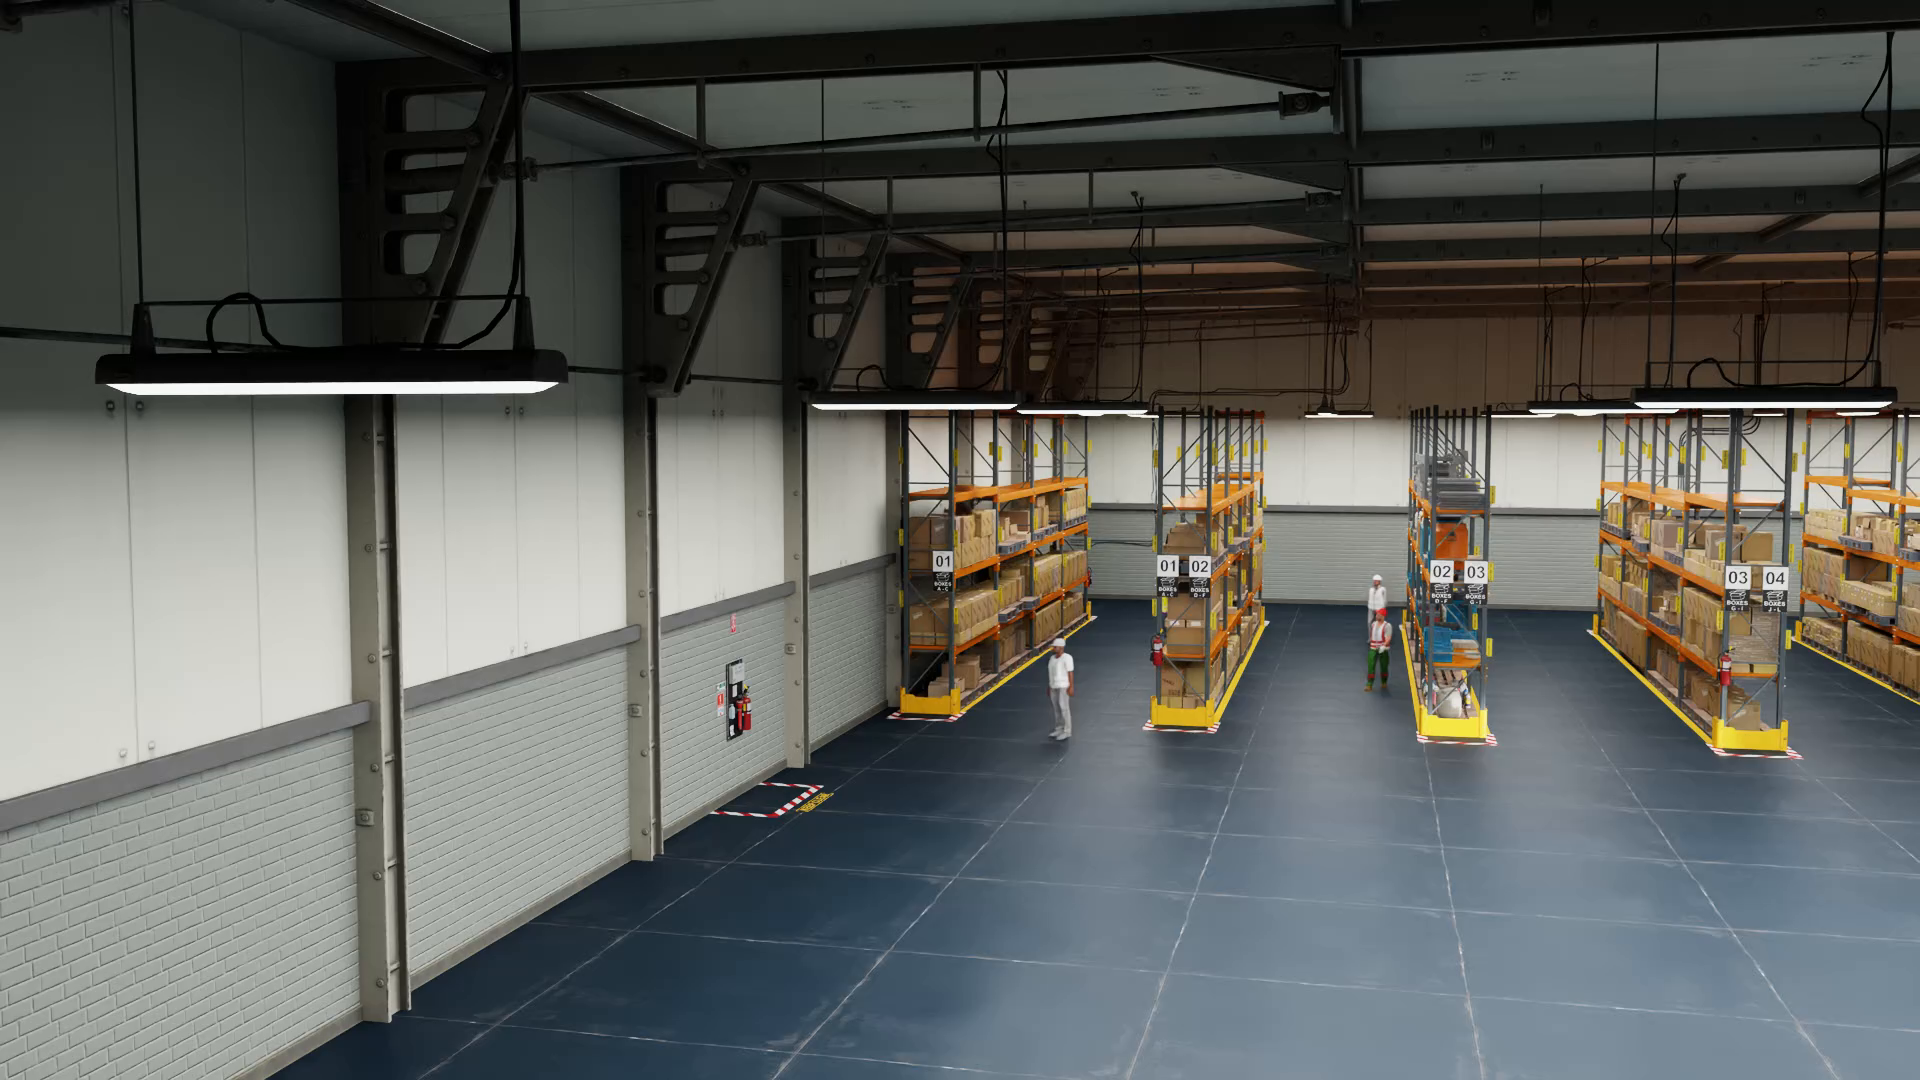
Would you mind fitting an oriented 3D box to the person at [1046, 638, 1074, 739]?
[{"bbox_3d":[1.769,2.677,30.114,0.447,1.776,0.633,-3,5,-37],"label":"person"}]

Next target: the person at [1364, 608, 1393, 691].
[{"bbox_3d":[8.848,2.306,35.042,0.506,1.724,1.053,2,5,27],"label":"person"}]

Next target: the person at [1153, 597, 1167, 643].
[{"bbox_3d":[5.235,1.853,42.028,0.652,1.730,1.022,1,4,18],"label":"person"}]

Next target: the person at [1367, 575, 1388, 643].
[{"bbox_3d":[10.777,1.770,42.912,0.572,1.733,0.860,3,5,32],"label":"person"}]
